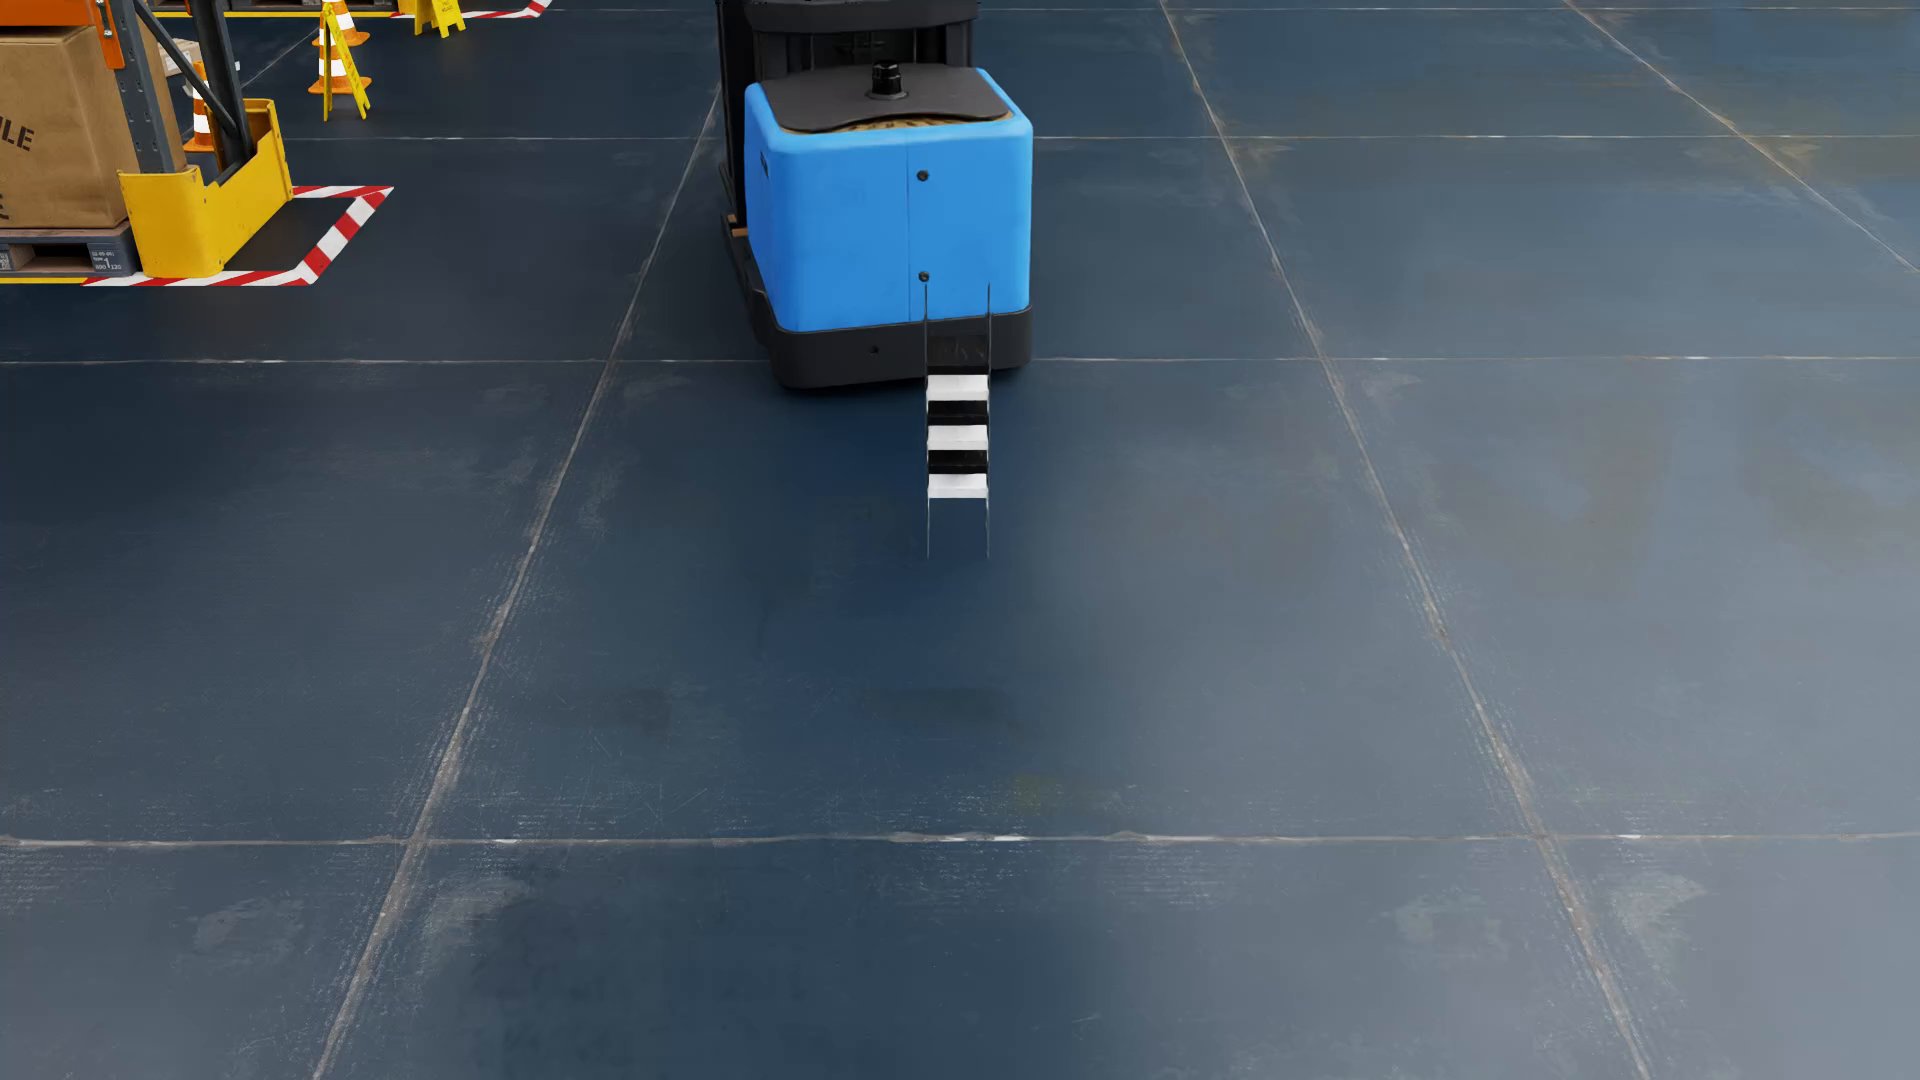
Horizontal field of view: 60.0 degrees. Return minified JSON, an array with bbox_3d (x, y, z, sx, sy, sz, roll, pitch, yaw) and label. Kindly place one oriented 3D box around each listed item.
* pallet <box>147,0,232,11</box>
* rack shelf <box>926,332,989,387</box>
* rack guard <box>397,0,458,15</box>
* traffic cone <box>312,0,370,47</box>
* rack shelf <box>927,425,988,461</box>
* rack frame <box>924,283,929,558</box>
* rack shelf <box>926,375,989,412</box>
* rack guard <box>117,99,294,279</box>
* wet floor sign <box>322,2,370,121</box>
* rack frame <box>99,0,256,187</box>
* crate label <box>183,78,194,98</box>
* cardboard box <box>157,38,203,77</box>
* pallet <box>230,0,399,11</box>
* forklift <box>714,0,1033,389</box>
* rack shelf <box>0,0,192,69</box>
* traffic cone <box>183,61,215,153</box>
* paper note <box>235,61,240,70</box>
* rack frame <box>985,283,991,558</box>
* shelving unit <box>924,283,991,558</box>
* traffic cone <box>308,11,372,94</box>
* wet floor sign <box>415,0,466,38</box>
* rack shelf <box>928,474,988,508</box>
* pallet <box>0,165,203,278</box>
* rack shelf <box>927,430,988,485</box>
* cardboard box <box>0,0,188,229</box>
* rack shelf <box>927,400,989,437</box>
[{"bbox_3d":[-5.921,-4.195,12.461,1.213,0.211,1.003,0,31,0],"label":"pallet"},{"bbox_3d":[-0.008,-0.587,5.394,0.200,0.077,0.258,0,31,0],"label":"rack shelf"},{"bbox_3d":[-3.891,-4.305,12.364,0.348,0.500,1.175,0,31,0],"label":"rack guard"},{"bbox_3d":[-4.237,-3.619,11.269,0.334,0.463,0.336,0,31,0],"label":"traffic cone"},{"bbox_3d":[-0.008,-0.356,5.534,0.200,0.077,0.258,0,31,0],"label":"rack shelf"},{"bbox_3d":[-0.110,-0.384,5.516,0.006,0.900,0.240,0,31,0],"label":"rack frame"},{"bbox_3d":[-0.008,-0.510,5.440,0.200,0.077,0.258,0,31,0],"label":"rack shelf"},{"bbox_3d":[-3.660,-1.738,8.133,0.348,0.500,1.175,0,31,0],"label":"rack guard"},{"bbox_3d":[-3.667,-2.828,9.788,0.232,0.644,0.267,-5,32,-9],"label":"wet floor sign"},{"bbox_3d":[-3.684,-2.807,7.485,0.127,3.000,1.000,0,31,0],"label":"rack frame"},{"bbox_3d":[-4.676,-2.871,10.349,0.298,0.136,0.250,-17,35,-26],"label":"crate label"},{"bbox_3d":[-5.113,-3.104,10.722,0.250,0.149,0.380,16,35,25],"label":"cardboard box"},{"bbox_3d":[-4.704,-4.198,12.465,1.213,0.211,1.003,0,31,0],"label":"pallet"},{"bbox_3d":[-0.540,-2.606,7.220,1.130,2.935,3.031,-7,32,-11],"label":"forklift"},{"bbox_3d":[-5.684,-2.493,7.661,4.000,0.370,1.077,0,31,0],"label":"rack shelf"},{"bbox_3d":[-4.224,-2.457,9.354,0.334,0.463,0.336,0,31,0],"label":"traffic cone"},{"bbox_3d":[-4.748,-3.069,10.780,0.142,0.019,0.148,-11,33,-17],"label":"paper note"},{"bbox_3d":[0.094,-0.385,5.517,0.006,0.900,0.240,0,31,0],"label":"rack frame"},{"bbox_3d":[-0.008,-0.385,5.517,0.210,0.900,0.258,0,31,0],"label":"shelving unit"},{"bbox_3d":[-3.891,-3.045,10.322,0.334,0.463,0.336,0,31,0],"label":"traffic cone"},{"bbox_3d":[-3.619,-3.813,11.413,0.232,0.644,0.267,10,33,17],"label":"wet floor sign"},{"bbox_3d":[-0.008,-0.202,5.627,0.200,0.077,0.258,0,31,0],"label":"rack shelf"},{"bbox_3d":[-4.483,-1.572,8.137,1.213,0.211,1.003,0,31,0],"label":"pallet"},{"bbox_3d":[-0.008,-0.279,5.581,0.200,0.077,0.258,0,31,0],"label":"rack shelf"},{"bbox_3d":[-4.362,-2.042,7.867,0.875,0.875,0.875,0,31,0],"label":"cardboard box"},{"bbox_3d":[-0.008,-0.433,5.487,0.200,0.077,0.258,0,31,0],"label":"rack shelf"}]
